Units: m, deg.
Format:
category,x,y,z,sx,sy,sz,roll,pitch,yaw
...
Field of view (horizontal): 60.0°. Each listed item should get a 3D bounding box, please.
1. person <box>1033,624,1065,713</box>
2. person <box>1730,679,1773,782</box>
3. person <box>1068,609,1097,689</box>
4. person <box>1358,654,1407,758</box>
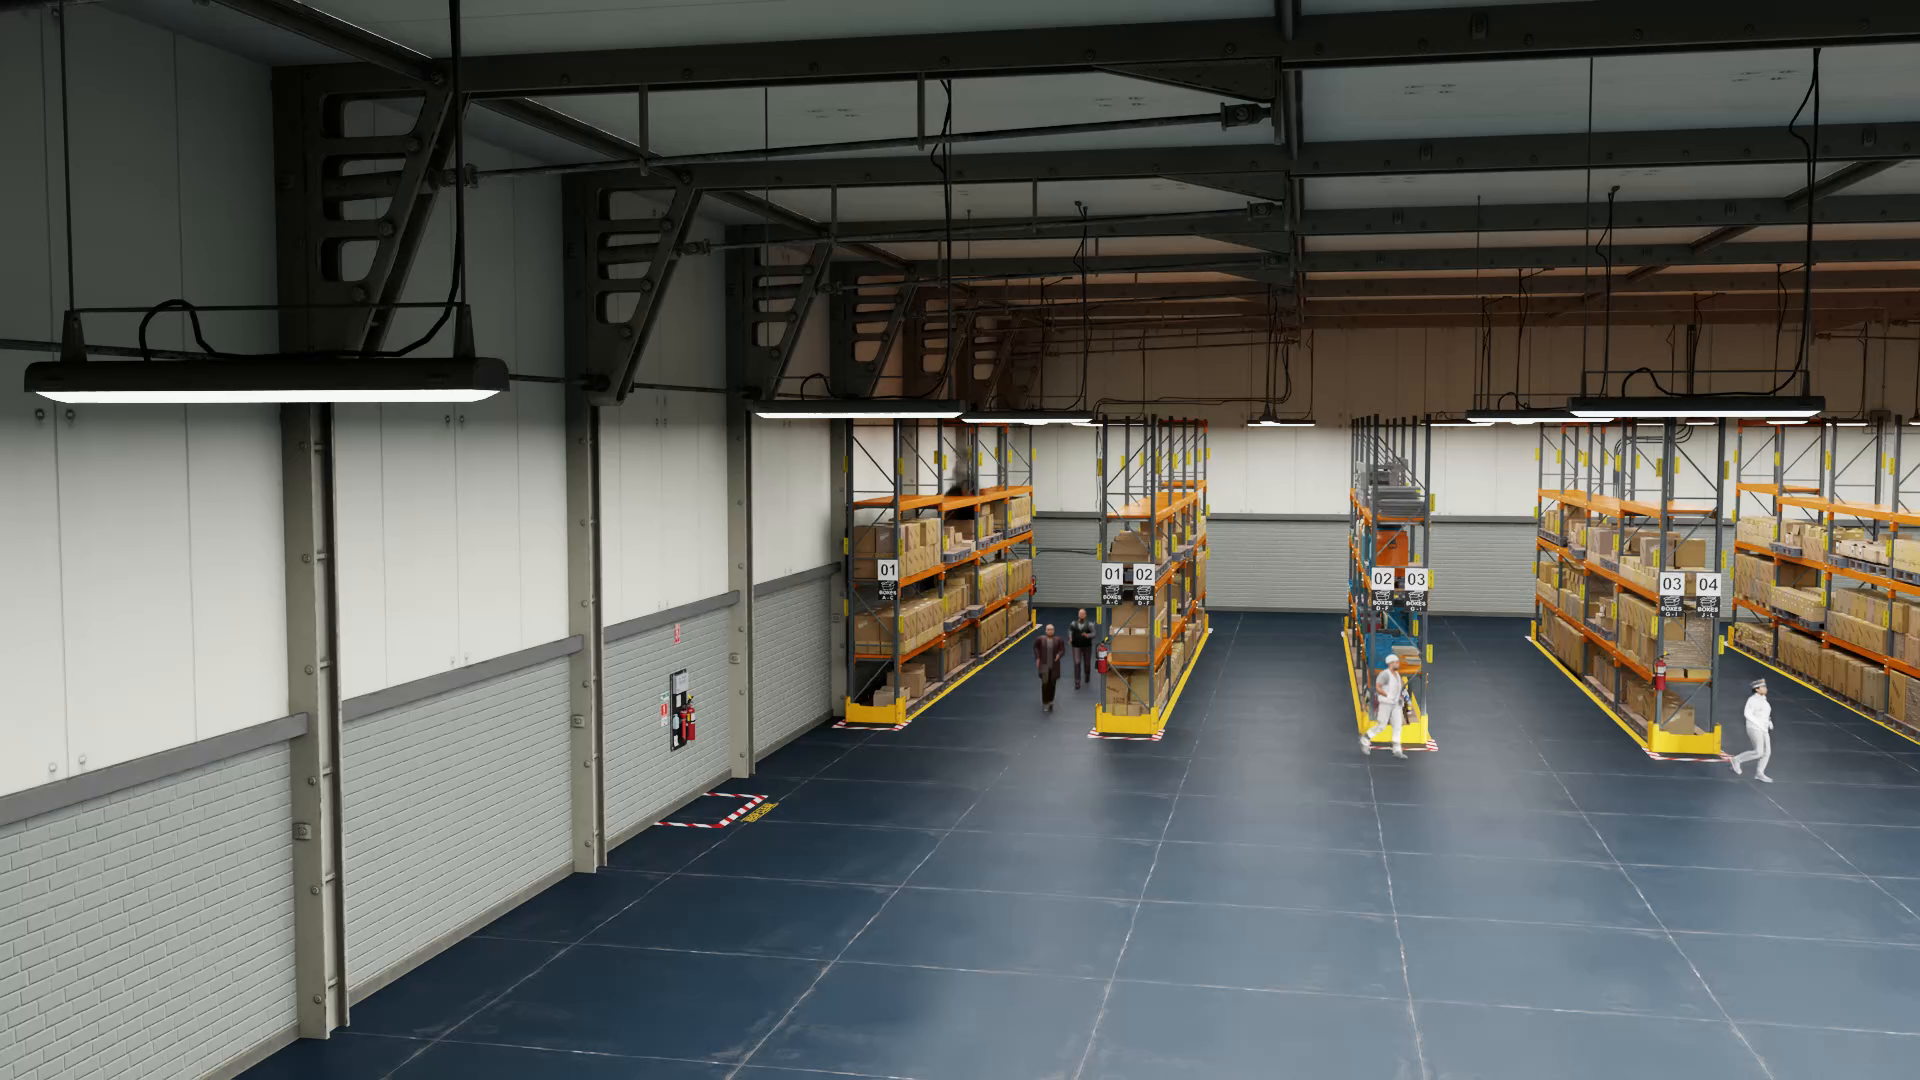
category,x,y,z,sx,sy,sz,roll,pitch,yaw
person,1.823,2.603,33.843,0.617,1.814,0.931,0,4,-5
person,12.971,3.088,27.180,0.585,1.685,0.649,-3,5,-42
person,2.697,2.389,36.802,0.656,1.707,0.970,1,4,9
person,7.527,2.878,29.049,0.721,1.755,0.929,-3,5,-42
